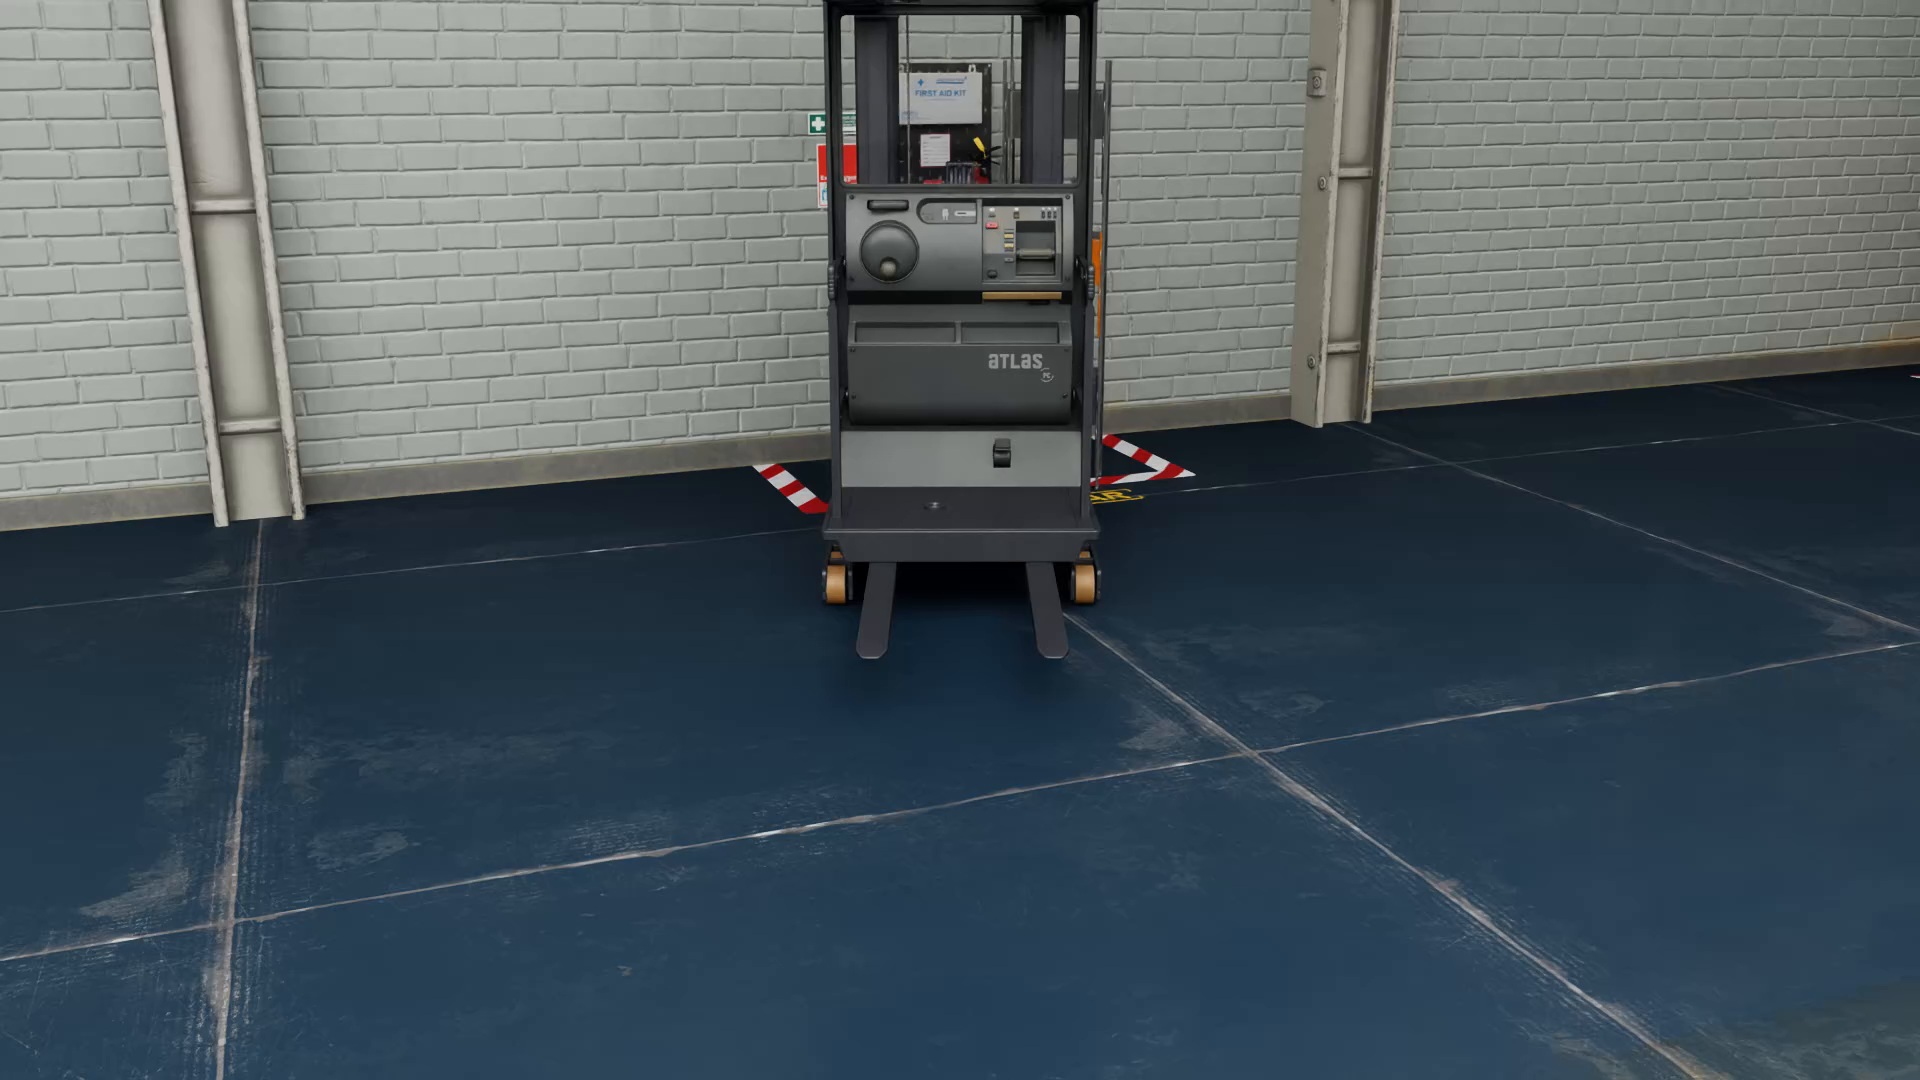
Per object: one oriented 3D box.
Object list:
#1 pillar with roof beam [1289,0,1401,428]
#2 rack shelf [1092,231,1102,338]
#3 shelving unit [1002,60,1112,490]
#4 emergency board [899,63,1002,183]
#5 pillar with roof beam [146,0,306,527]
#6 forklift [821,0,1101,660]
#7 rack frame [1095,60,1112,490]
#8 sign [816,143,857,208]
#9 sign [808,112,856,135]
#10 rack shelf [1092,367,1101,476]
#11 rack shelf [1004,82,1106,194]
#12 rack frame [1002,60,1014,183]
[{"bbox_3d":[3.777,-3.912,4.948,0.400,9.000,9.100,-6,17,-20],"label":"pillar with roof beam"},{"bbox_3d":[0.479,-1.313,8.387,0.480,0.518,0.431,2,16,7],"label":"rack shelf"},{"bbox_3d":[0.479,-1.327,8.383,0.503,2.100,0.431,2,16,7],"label":"shelving unit"},{"bbox_3d":[-0.085,-1.927,8.836,0.643,1.169,0.194,-6,17,-20],"label":"emergency board"},{"bbox_3d":[-1.826,-3.307,2.888,0.400,9.000,9.100,-6,17,-20],"label":"pillar with roof beam"},{"bbox_3d":[0.002,-1.230,6.587,1.130,2.935,3.031,0,16,0],"label":"forklift"},{"bbox_3d":[0.721,-1.318,8.353,0.015,2.100,0.400,2,16,7],"label":"rack frame"},{"bbox_3d":[-0.638,-1.915,8.733,0.234,0.329,0.001,-6,17,-20],"label":"sign"},{"bbox_3d":[-0.631,-2.168,8.652,0.331,0.109,0.001,-6,17,-20],"label":"sign"},{"bbox_3d":[0.478,-0.641,8.580,0.480,0.518,0.431,2,16,7],"label":"rack shelf"},{"bbox_3d":[0.480,-1.986,8.194,0.480,0.518,0.431,2,16,7],"label":"rack shelf"},{"bbox_3d":[0.237,-1.336,8.413,0.015,2.100,0.400,2,16,7],"label":"rack frame"}]
